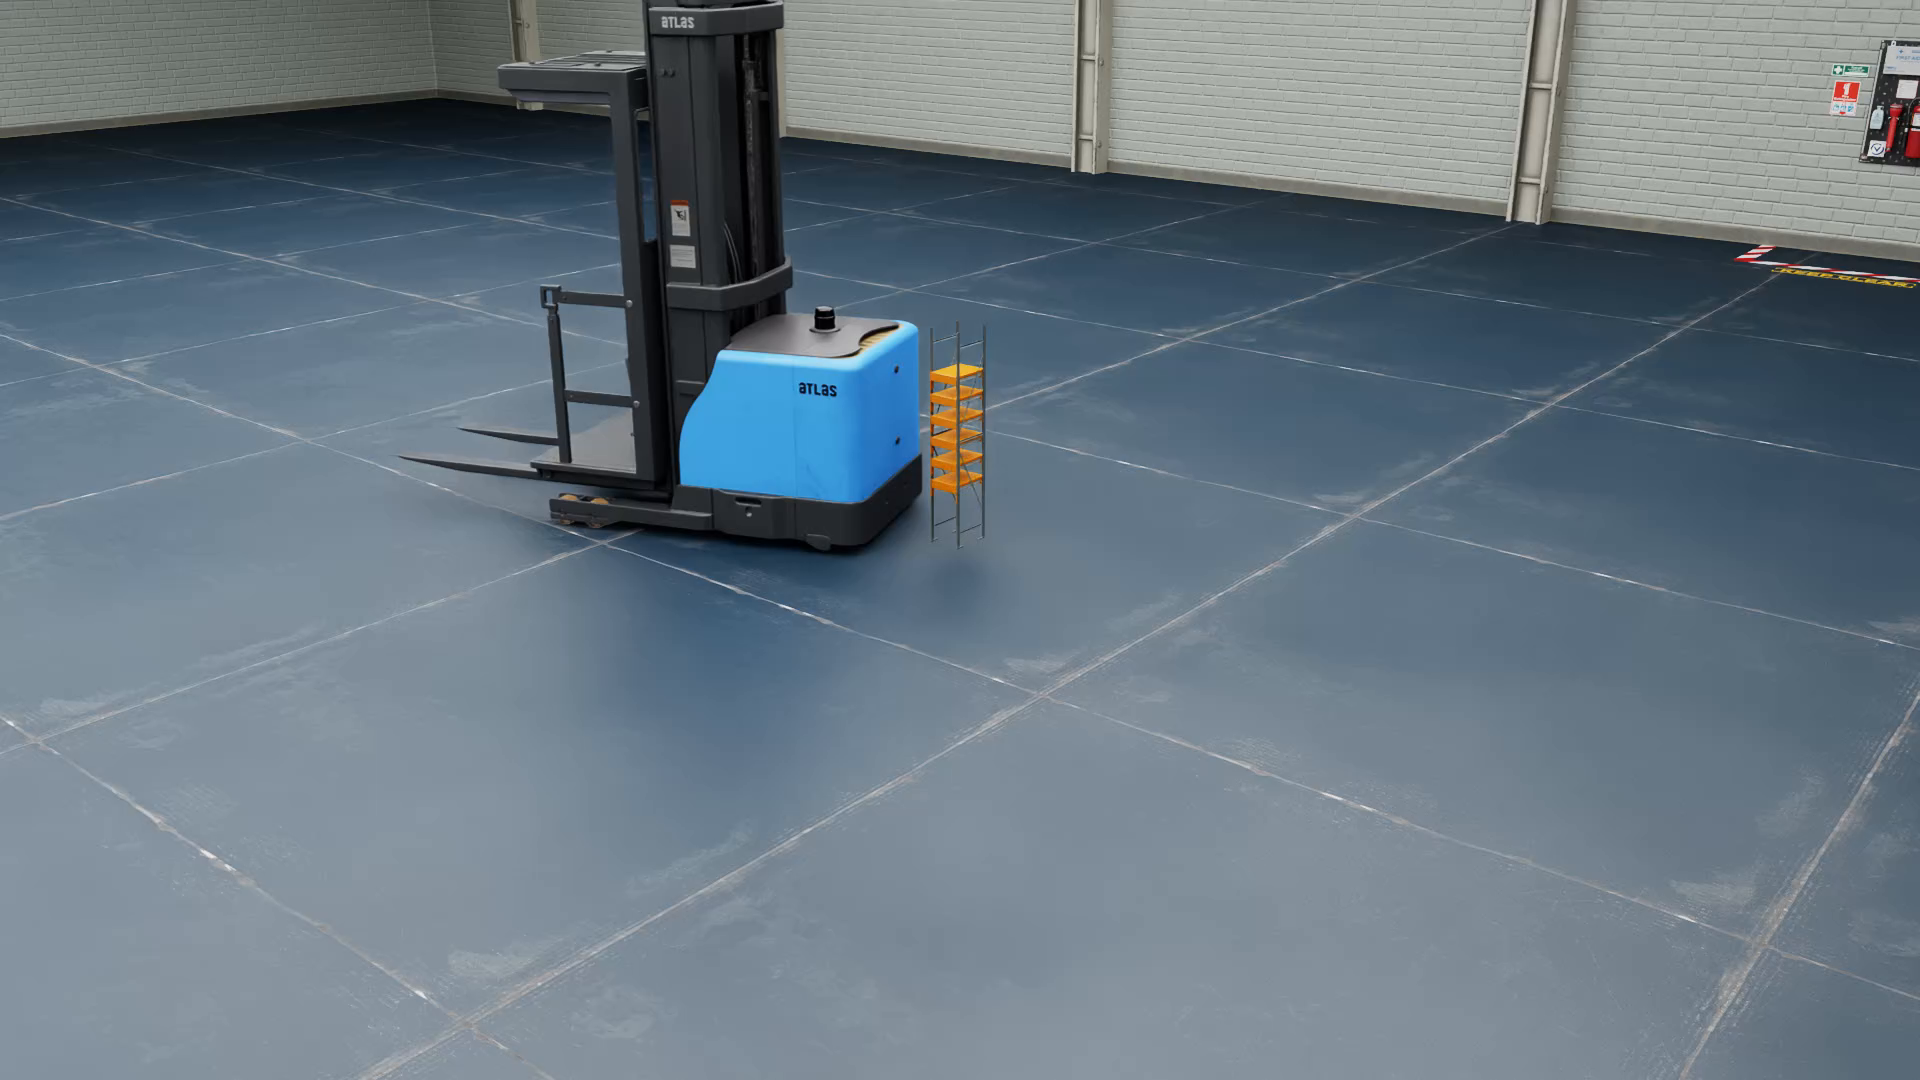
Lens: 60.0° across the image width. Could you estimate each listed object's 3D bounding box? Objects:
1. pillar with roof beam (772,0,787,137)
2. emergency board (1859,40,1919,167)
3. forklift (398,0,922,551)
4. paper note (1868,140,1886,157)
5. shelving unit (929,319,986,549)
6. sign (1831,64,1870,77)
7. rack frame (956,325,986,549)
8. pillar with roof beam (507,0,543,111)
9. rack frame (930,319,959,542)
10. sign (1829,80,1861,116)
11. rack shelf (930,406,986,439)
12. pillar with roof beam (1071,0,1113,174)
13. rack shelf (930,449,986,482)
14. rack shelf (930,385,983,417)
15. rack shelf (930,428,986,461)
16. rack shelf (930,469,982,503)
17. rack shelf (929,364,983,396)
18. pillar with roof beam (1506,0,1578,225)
[{"bbox_3d":[-5.639,-9.297,21.068,0.400,9.000,9.100,16,26,36],"label":"pillar with roof beam"},{"bbox_3d":[9.137,-4.212,16.087,0.643,1.169,0.194,16,26,36],"label":"emergency board"},{"bbox_3d":[-1.796,-1.605,9.271,3.031,2.935,1.130,7,22,17],"label":"forklift"},{"bbox_3d":[9.044,-3.859,16.398,0.142,0.148,0.016,16,26,36],"label":"paper note"},{"bbox_3d":[-0.011,-0.565,8.965,0.189,1.200,0.258,16,26,36],"label":"shelving unit"},{"bbox_3d":[8.772,-4.625,16.380,0.331,0.109,0.001,16,26,36],"label":"sign"},{"bbox_3d":[0.060,-0.544,8.911,0.006,1.200,0.240,16,26,36],"label":"rack frame"},{"bbox_3d":[-10.288,-10.635,24.618,0.400,9.000,9.100,16,26,36],"label":"pillar with roof beam"},{"bbox_3d":[-0.082,-0.585,9.019,0.006,1.200,0.240,16,26,36],"label":"rack frame"},{"bbox_3d":[8.774,-4.381,16.483,0.234,0.329,0.001,16,26,36],"label":"sign"},{"bbox_3d":[-0.011,-0.635,8.938,0.180,0.103,0.258,16,26,36],"label":"rack shelf"},{"bbox_3d":[-0.991,-7.958,17.518,0.400,9.000,9.100,16,26,36],"label":"pillar with roof beam"},{"bbox_3d":[-0.011,-0.411,9.023,0.180,0.103,0.258,16,26,36],"label":"rack shelf"},{"bbox_3d":[-0.011,-0.748,8.896,0.180,0.103,0.258,16,26,36],"label":"rack shelf"},{"bbox_3d":[-0.011,-0.523,8.981,0.180,0.103,0.258,16,26,36],"label":"rack shelf"},{"bbox_3d":[-0.011,-0.298,9.065,0.180,0.103,0.258,16,26,36],"label":"rack shelf"},{"bbox_3d":[-0.011,-0.860,8.854,0.180,0.103,0.258,16,26,36],"label":"rack shelf"},{"bbox_3d":[3.657,-6.619,13.968,0.400,9.000,9.100,16,26,36],"label":"pillar with roof beam"}]
